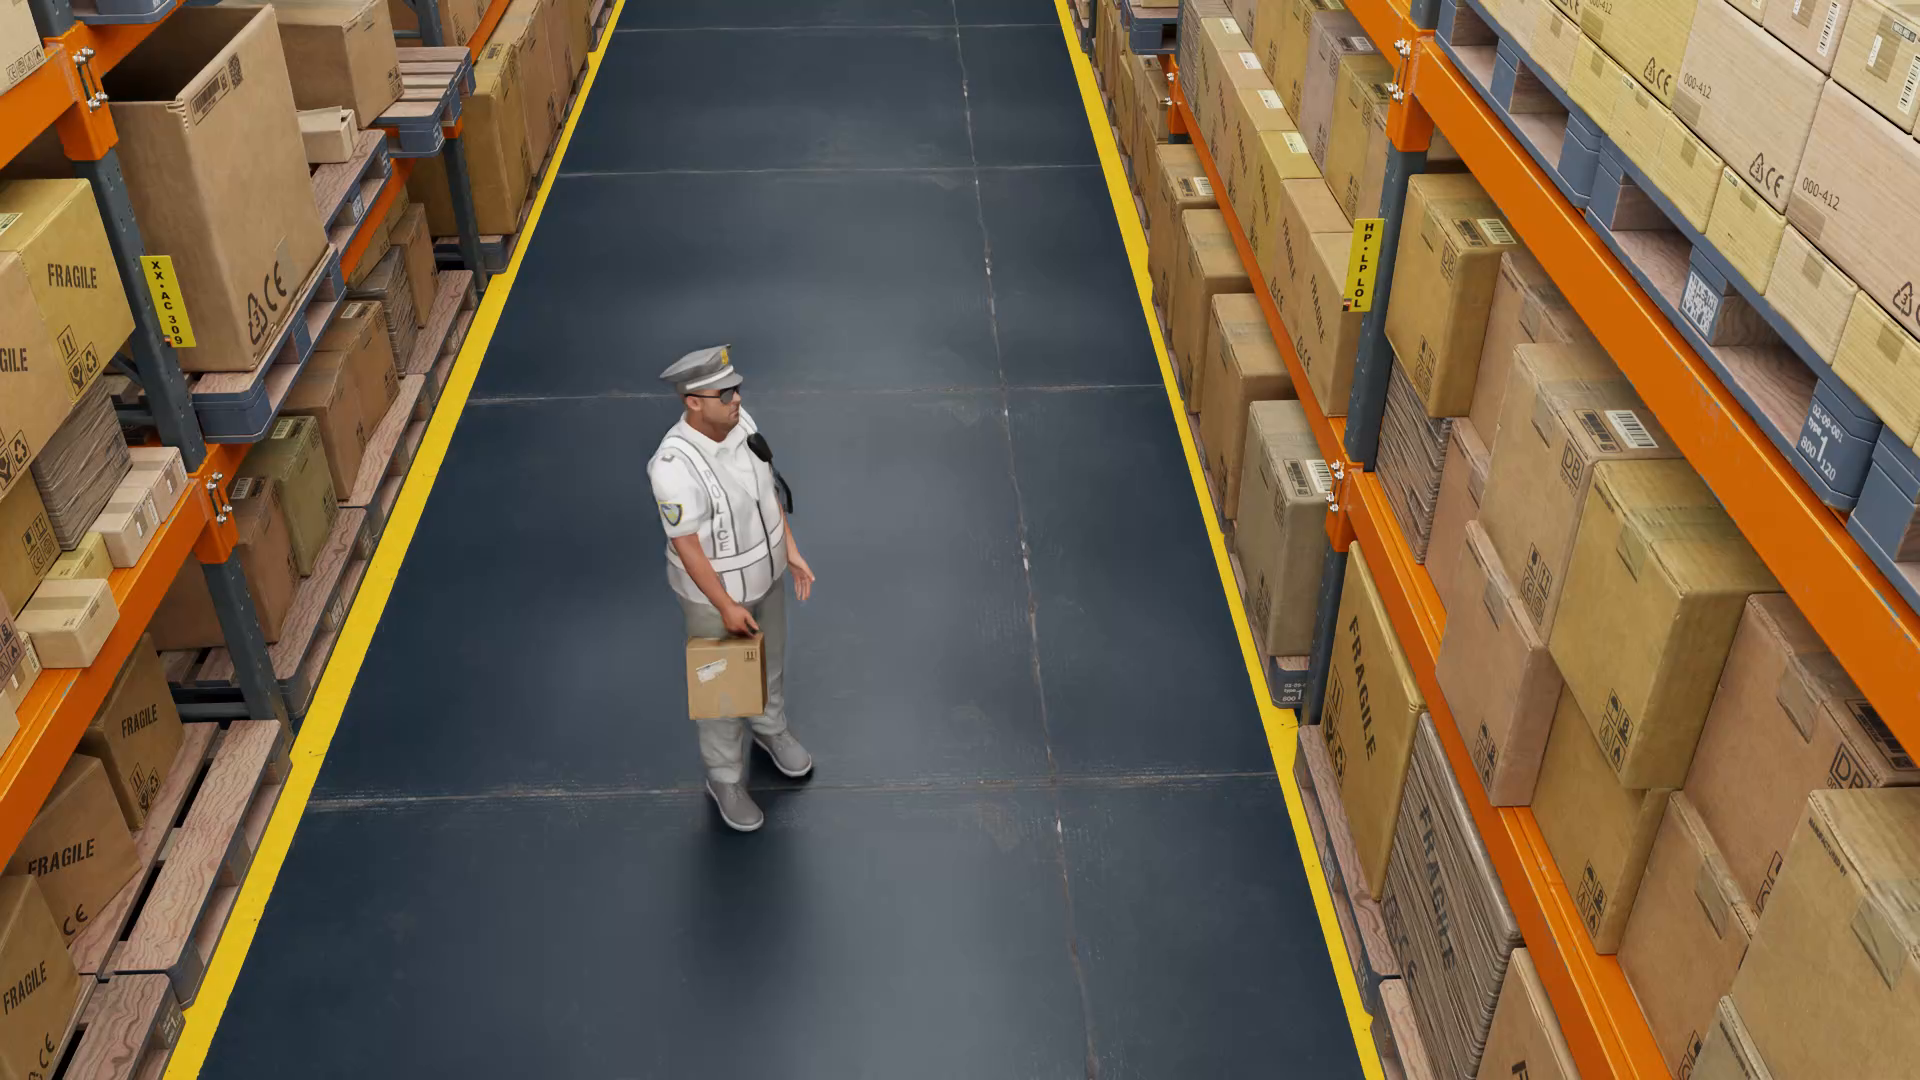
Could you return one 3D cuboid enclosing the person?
[{"bbox_3d":[-0.800,0.154,5.871,0.472,1.789,0.604,16,38,21],"label":"person"}]
